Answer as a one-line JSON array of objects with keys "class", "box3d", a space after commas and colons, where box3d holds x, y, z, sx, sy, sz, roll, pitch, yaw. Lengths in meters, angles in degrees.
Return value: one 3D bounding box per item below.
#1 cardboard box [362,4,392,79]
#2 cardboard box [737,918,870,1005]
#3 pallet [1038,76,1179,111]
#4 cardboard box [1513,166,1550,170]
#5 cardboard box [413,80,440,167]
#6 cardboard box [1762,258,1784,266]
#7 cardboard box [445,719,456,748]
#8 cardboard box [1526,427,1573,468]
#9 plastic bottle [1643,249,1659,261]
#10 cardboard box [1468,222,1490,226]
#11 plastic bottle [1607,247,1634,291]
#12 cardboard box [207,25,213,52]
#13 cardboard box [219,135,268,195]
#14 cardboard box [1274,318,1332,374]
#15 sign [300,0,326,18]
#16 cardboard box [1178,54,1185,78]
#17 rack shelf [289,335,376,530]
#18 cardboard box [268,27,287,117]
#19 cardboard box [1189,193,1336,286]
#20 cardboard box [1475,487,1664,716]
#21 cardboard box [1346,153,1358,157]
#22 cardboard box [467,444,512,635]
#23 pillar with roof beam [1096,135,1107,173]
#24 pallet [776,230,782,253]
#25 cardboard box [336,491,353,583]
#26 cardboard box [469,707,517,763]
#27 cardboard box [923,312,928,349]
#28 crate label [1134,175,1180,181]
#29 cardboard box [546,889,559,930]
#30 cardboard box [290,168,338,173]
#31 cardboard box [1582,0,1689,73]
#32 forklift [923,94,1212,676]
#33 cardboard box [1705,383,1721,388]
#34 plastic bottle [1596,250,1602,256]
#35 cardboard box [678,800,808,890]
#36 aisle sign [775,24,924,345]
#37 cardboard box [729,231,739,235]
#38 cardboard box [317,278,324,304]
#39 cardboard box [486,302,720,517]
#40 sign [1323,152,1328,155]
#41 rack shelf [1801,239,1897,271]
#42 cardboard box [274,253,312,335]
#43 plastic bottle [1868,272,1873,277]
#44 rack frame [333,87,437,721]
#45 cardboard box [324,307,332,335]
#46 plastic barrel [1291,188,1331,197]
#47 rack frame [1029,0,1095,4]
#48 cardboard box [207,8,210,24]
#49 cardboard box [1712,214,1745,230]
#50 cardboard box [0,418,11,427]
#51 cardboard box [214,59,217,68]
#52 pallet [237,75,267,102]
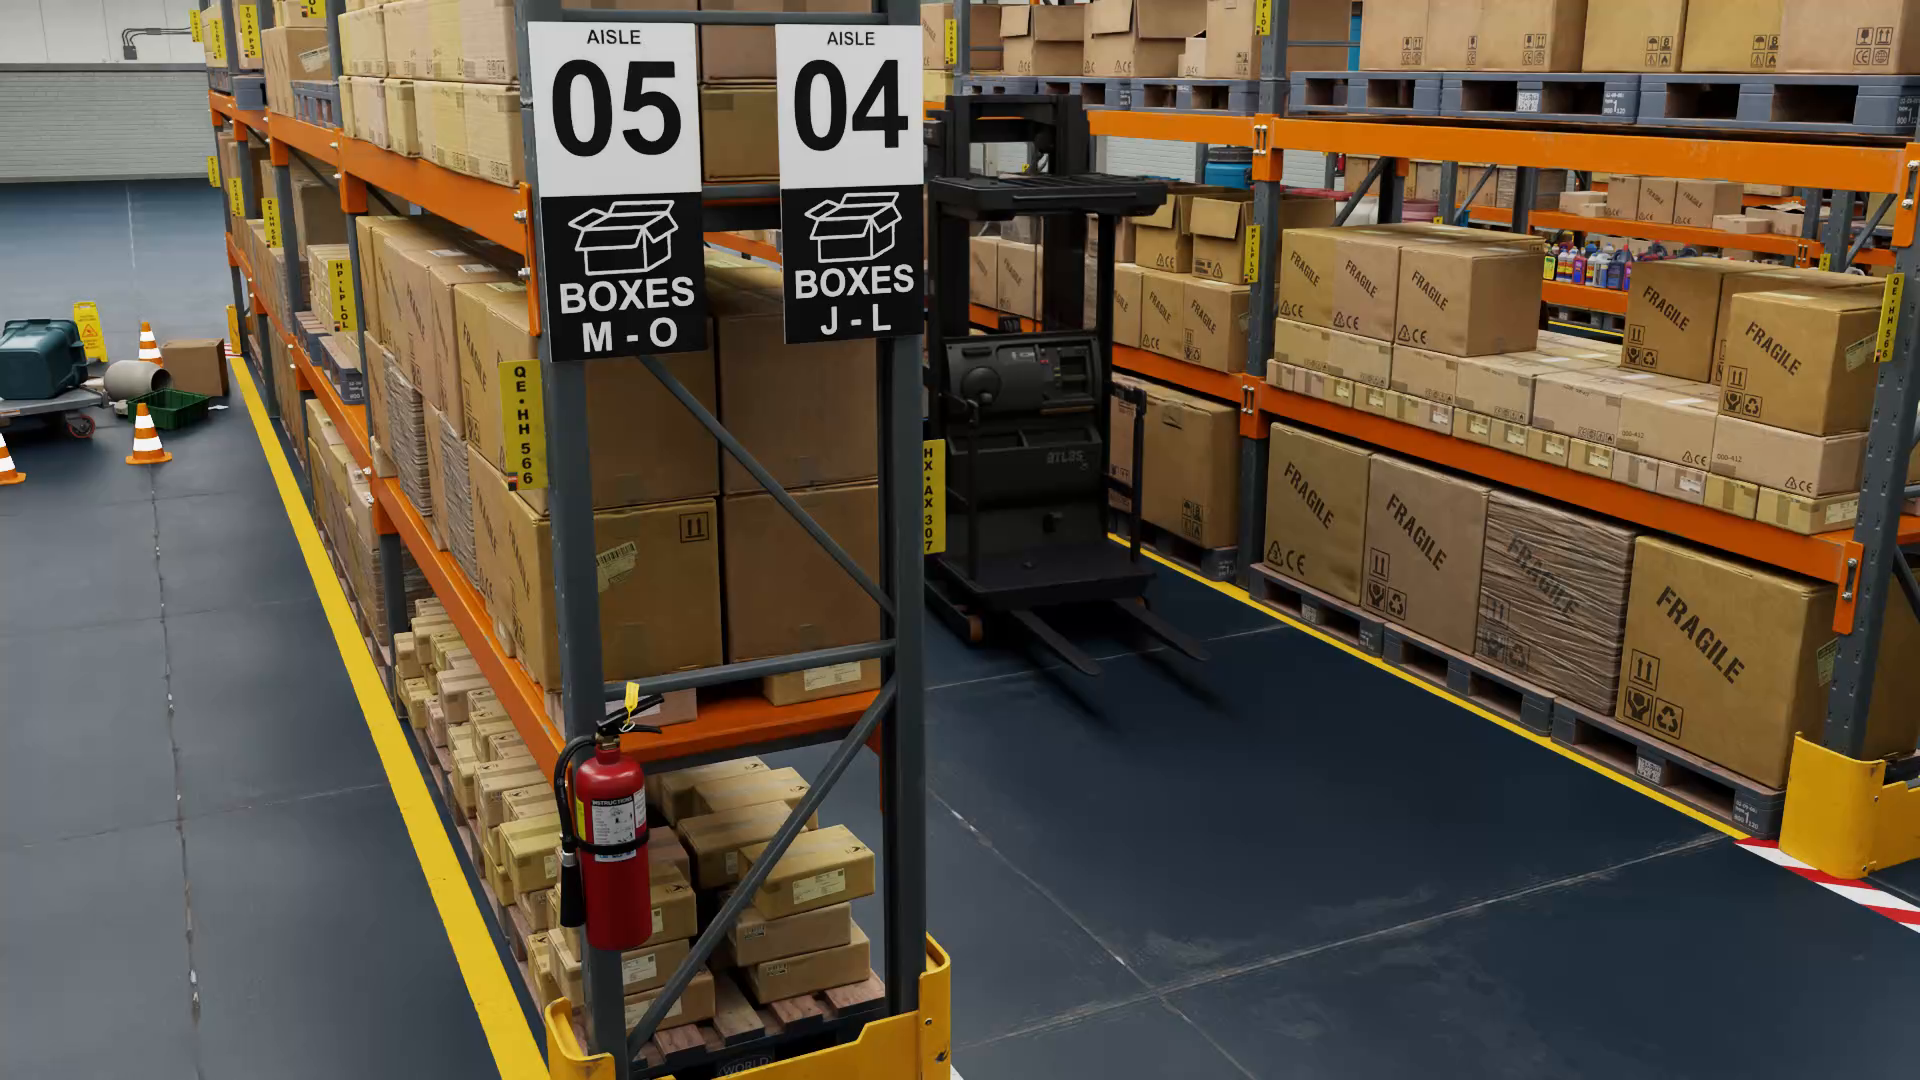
[{"class": "cardboard box", "box3d": [-1.910, -1.840, 6.152, 0.500, 0.250, 0.500, -7, 18, -24]}, {"class": "cardboard box", "box3d": [-0.517, 1.363, 5.470, 0.380, 0.149, 0.250, -7, 18, -24]}, {"class": "pallet", "box3d": [1.246, -3.116, 11.575, 1.003, 0.211, 1.213, -7, 17, -22]}, {"class": "cardboard box", "box3d": [7.266, -4.784, 21.127, 0.380, 0.149, 0.250, -8, 18, -25]}, {"class": "cardboard box", "box3d": [-1.447, -1.338, 5.308, 0.500, 0.250, 0.500, -7, 17, -23]}, {"class": "cardboard box", "box3d": [11.768, -3.961, 23.955, 0.380, 0.166, 0.250, -10, 19, -32]}, {"class": "cardboard box", "box3d": [-2.028, 0.847, 7.268, 0.380, 0.149, 0.250, -8, 18, -26]}, {"class": "cardboard box", "box3d": [2.913, -0.456, 7.858, 0.380, 0.149, 0.250, -8, 18, -25]}, {"class": "plastic bottle", "box3d": [5.889, -2.342, 14.185, 0.061, 0.283, 0.133, -8, 18, -25]}, {"class": "cardboard box", "box3d": [6.997, -4.148, 23.131, 0.500, 0.500, 0.500, -8, 18, -25]}, {"class": "plastic bottle", "box3d": [5.449, -2.239, 13.706, 0.144, 0.351, 0.185, -8, 18, -25]}, {"class": "cardboard box", "box3d": [-7.158, -4.965, 16.468, 0.500, 0.250, 0.500, -8, 18, -25]}, {"class": "cardboard box", "box3d": [-7.009, -3.818, 16.888, 0.875, 0.550, 0.550, -8, 18, -25]}, {"class": "cardboard box", "box3d": [2.146, -1.126, 9.469, 0.500, 0.250, 0.500, -8, 18, -26]}, {"class": "sign", "box3d": [-2.824, -2.440, 7.228, 0.100, 0.325, 0.005, -8, 18, -25]}, {"class": "cardboard box", "box3d": [1.658, -3.113, 10.918, 0.380, 0.149, 0.250, -8, 18, -27]}, {"class": "rack shelf", "box3d": [-3.203, -0.779, 9.831, 1.077, 0.370, 4.000, -8, 18, -25]}, {"class": "cardboard box", "box3d": [-3.843, -2.814, 9.998, 0.500, 0.500, 0.500, -8, 18, -25]}, {"class": "cardboard box", "box3d": [1.889, -1.891, 10.401, 0.797, 0.503, 0.637, -8, 18, -26]}, {"class": "cardboard box", "box3d": [3.177, 0.233, 8.090, 0.875, 0.875, 0.875, -8, 18, -25]}, {"class": "cardboard box", "box3d": [5.804, -5.611, 24.009, 0.380, 0.149, 0.250, -8, 18, -25]}, {"class": "cardboard box", "box3d": [-1.224, -0.037, 5.220, 0.500, 0.500, 0.500, -8, 18, -26]}, {"class": "pillar with roof beam", "box3d": [-0.394, -12.732, 39.303, 9.100, 9.000, 0.400, -8, 18, -25]}, {"class": "pallet", "box3d": [-1.125, -2.887, 16.222, 1.003, 0.211, 1.213, -8, 18, -25]}, {"class": "cardboard box", "box3d": [-3.323, -0.037, 9.713, 0.500, 0.500, 0.500, -8, 18, -26]}, {"class": "cardboard box", "box3d": [-1.701, 0.755, 6.511, 0.380, 0.149, 0.250, -8, 18, -25]}, {"class": "cardboard box", "box3d": [-0.139, -1.858, 14.662, 0.500, 0.250, 0.500, -6, 17, -19]}, {"class": "crate label", "box3d": [2.421, -4.370, 20.978, 0.502, 0.435, 0.616, -8, 18, -25]}, {"class": "cardboard box", "box3d": [-1.129, 1.221, 5.426, 0.380, 0.149, 0.250, -8, 18, -26]}, {"class": "cardboard box", "box3d": [-4.941, -2.641, 13.021, 0.700, 0.500, 0.500, -8, 18, -25]}, {"class": "cardboard box", "box3d": [3.244, -2.350, 7.440, 0.700, 0.500, 0.500, -9, 18, -29]}, {"class": "forklift", "box3d": [0.443, -0.957, 9.273, 1.130, 2.935, 3.031, -6, 17, -19]}, {"class": "cardboard box", "box3d": [3.727, -0.562, 7.503, 0.500, 0.250, 0.500, -8, 18, -26]}, {"class": "plastic bottle", "box3d": [5.700, -2.489, 14.845, 0.097, 0.201, 0.097, 0, 16, 0]}, {"class": "cardboard box", "box3d": [-0.728, 1.021, 5.584, 0.380, 0.149, 0.250, -7, 18, -24]}, {"class": "aisle sign", "box3d": [-0.273, -0.905, 4.252, 0.394, 0.787, 0.004, -8, 18, -25]}, {"class": "cardboard box", "box3d": [-2.331, -3.458, 18.316, 0.380, 0.149, 0.250, -8, 18, -25]}, {"class": "cardboard box", "box3d": [-3.808, -1.568, 10.431, 0.380, 0.149, 0.250, -8, 18, -27]}, {"class": "cardboard box", "box3d": [-0.999, -0.392, 4.646, 0.500, 0.500, 0.500, -8, 18, -26]}, {"class": "sign", "box3d": [5.324, -5.763, 24.183, 0.100, 0.325, 0.005, -8, 18, -25]}, {"class": "rack shelf", "box3d": [10.206, -2.549, 16.001, 1.077, 0.370, 4.000, -8, 18, -25]}, {"class": "cardboard box", "box3d": [-4.518, -1.748, 11.722, 0.500, 0.500, 0.500, -8, 18, -25]}, {"class": "plastic bottle", "box3d": [6.851, -1.888, 12.603, 0.061, 0.283, 0.133, -8, 18, -25]}, {"class": "rack frame", "box3d": [-2.327, -0.629, 8.004, 1.000, 3.000, 0.127, -8, 18, -25]}, {"class": "cardboard box", "box3d": [-3.709, -1.366, 10.268, 0.380, 0.149, 0.250, -7, 17, -22]}, {"class": "plastic barrel", "box3d": [3.667, -3.405, 17.432, 0.433, 0.535, 0.433, 0, 16, 0]}, {"class": "rack frame", "box3d": [1.371, -7.661, 21.632, 1.000, 3.000, 0.127, -8, 18, -25]}, {"class": "cardboard box", "box3d": [-7.056, -5.059, 16.069, 0.380, 0.149, 0.250, -7, 18, -24]}, {"class": "cardboard box", "box3d": [8.721, -3.580, 18.742, 0.380, 0.149, 0.250, -6, 17, -21]}, {"class": "cardboard box", "box3d": [-8.665, -1.136, 14.729, 0.396, 0.266, 0.258, 7, 17, 23]}, {"class": "cardboard box", "box3d": [-6.948, -4.613, 15.964, 0.380, 0.149, 0.250, -8, 18, -25]}, {"class": "pallet", "box3d": [-4.902, -3.402, 12.571, 1.003, 0.211, 1.213, -7, 17, -22]}]
